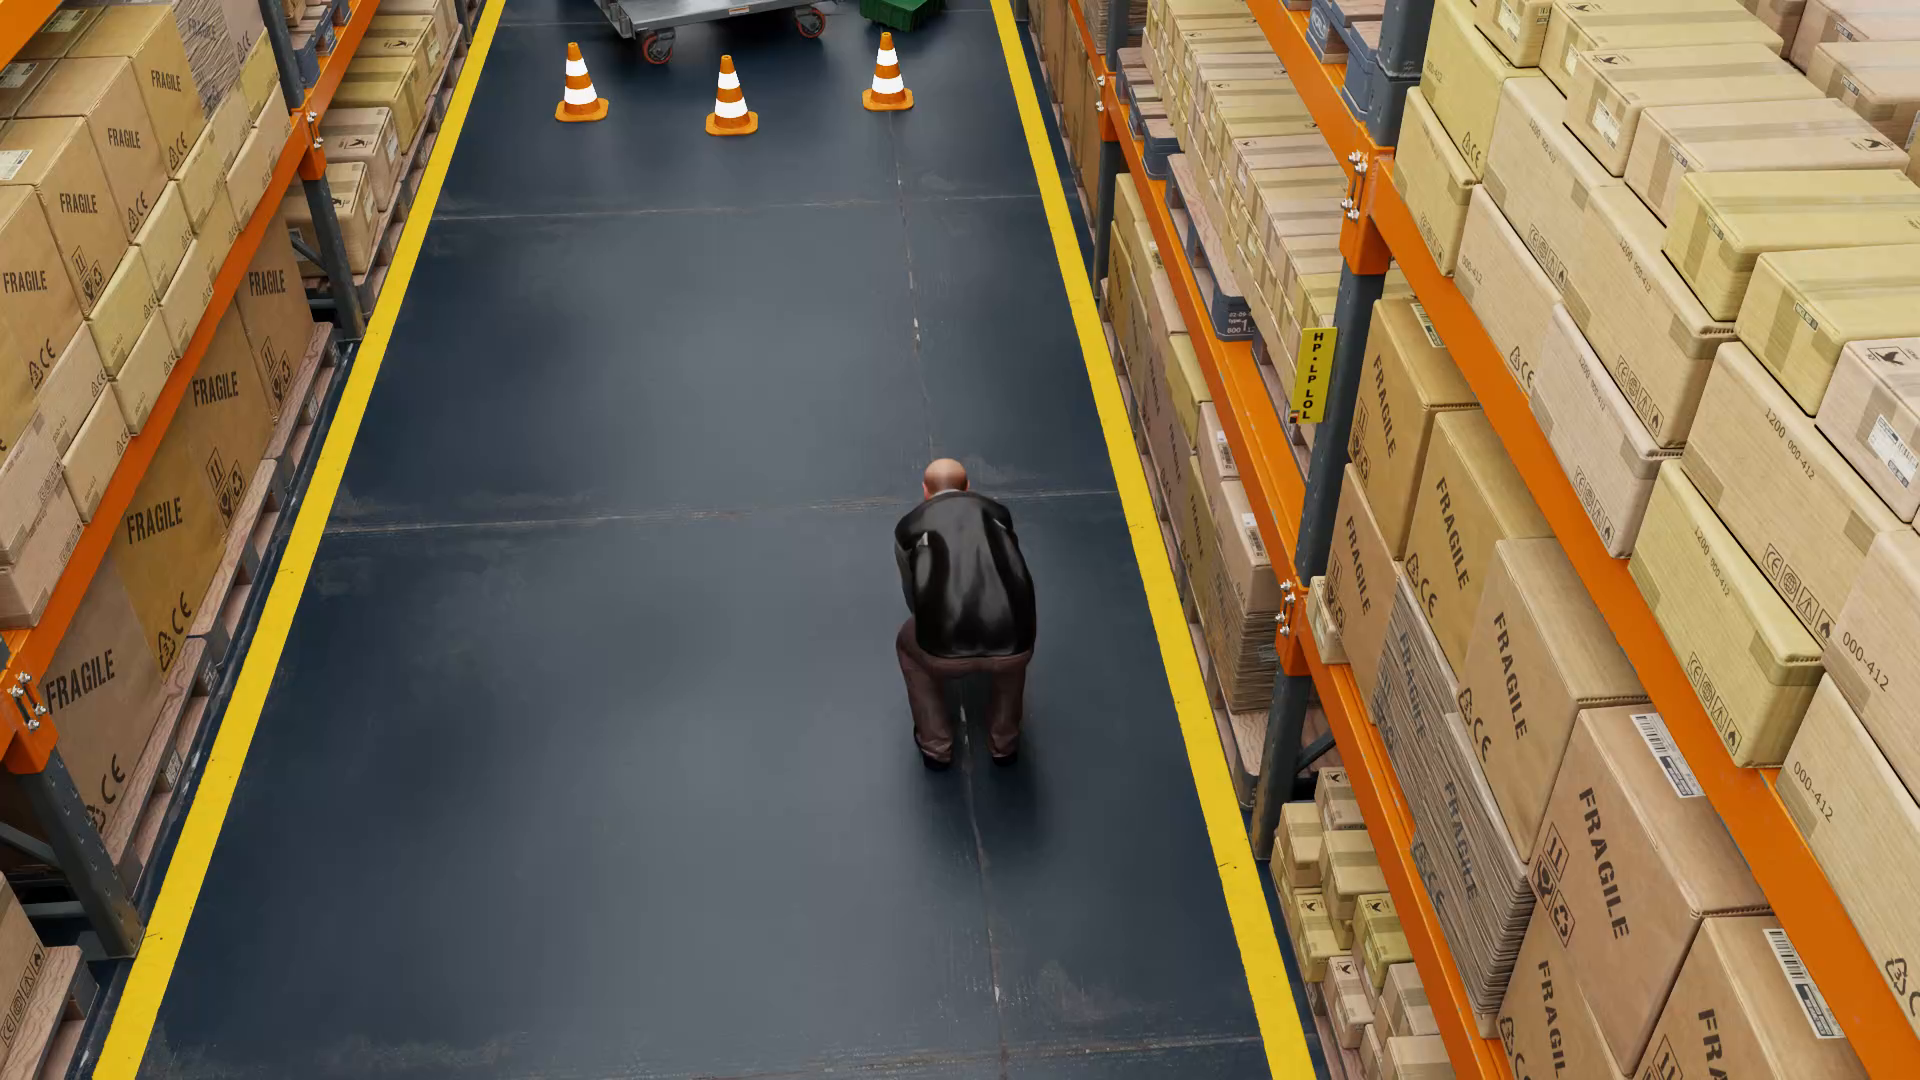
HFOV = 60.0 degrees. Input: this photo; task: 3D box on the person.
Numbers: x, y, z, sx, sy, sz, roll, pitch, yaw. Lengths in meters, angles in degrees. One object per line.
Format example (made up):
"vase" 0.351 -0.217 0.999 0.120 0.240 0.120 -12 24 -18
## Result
"person" 0.007 0.308 6.361 0.517 1.007 0.949 -5 39 -6
